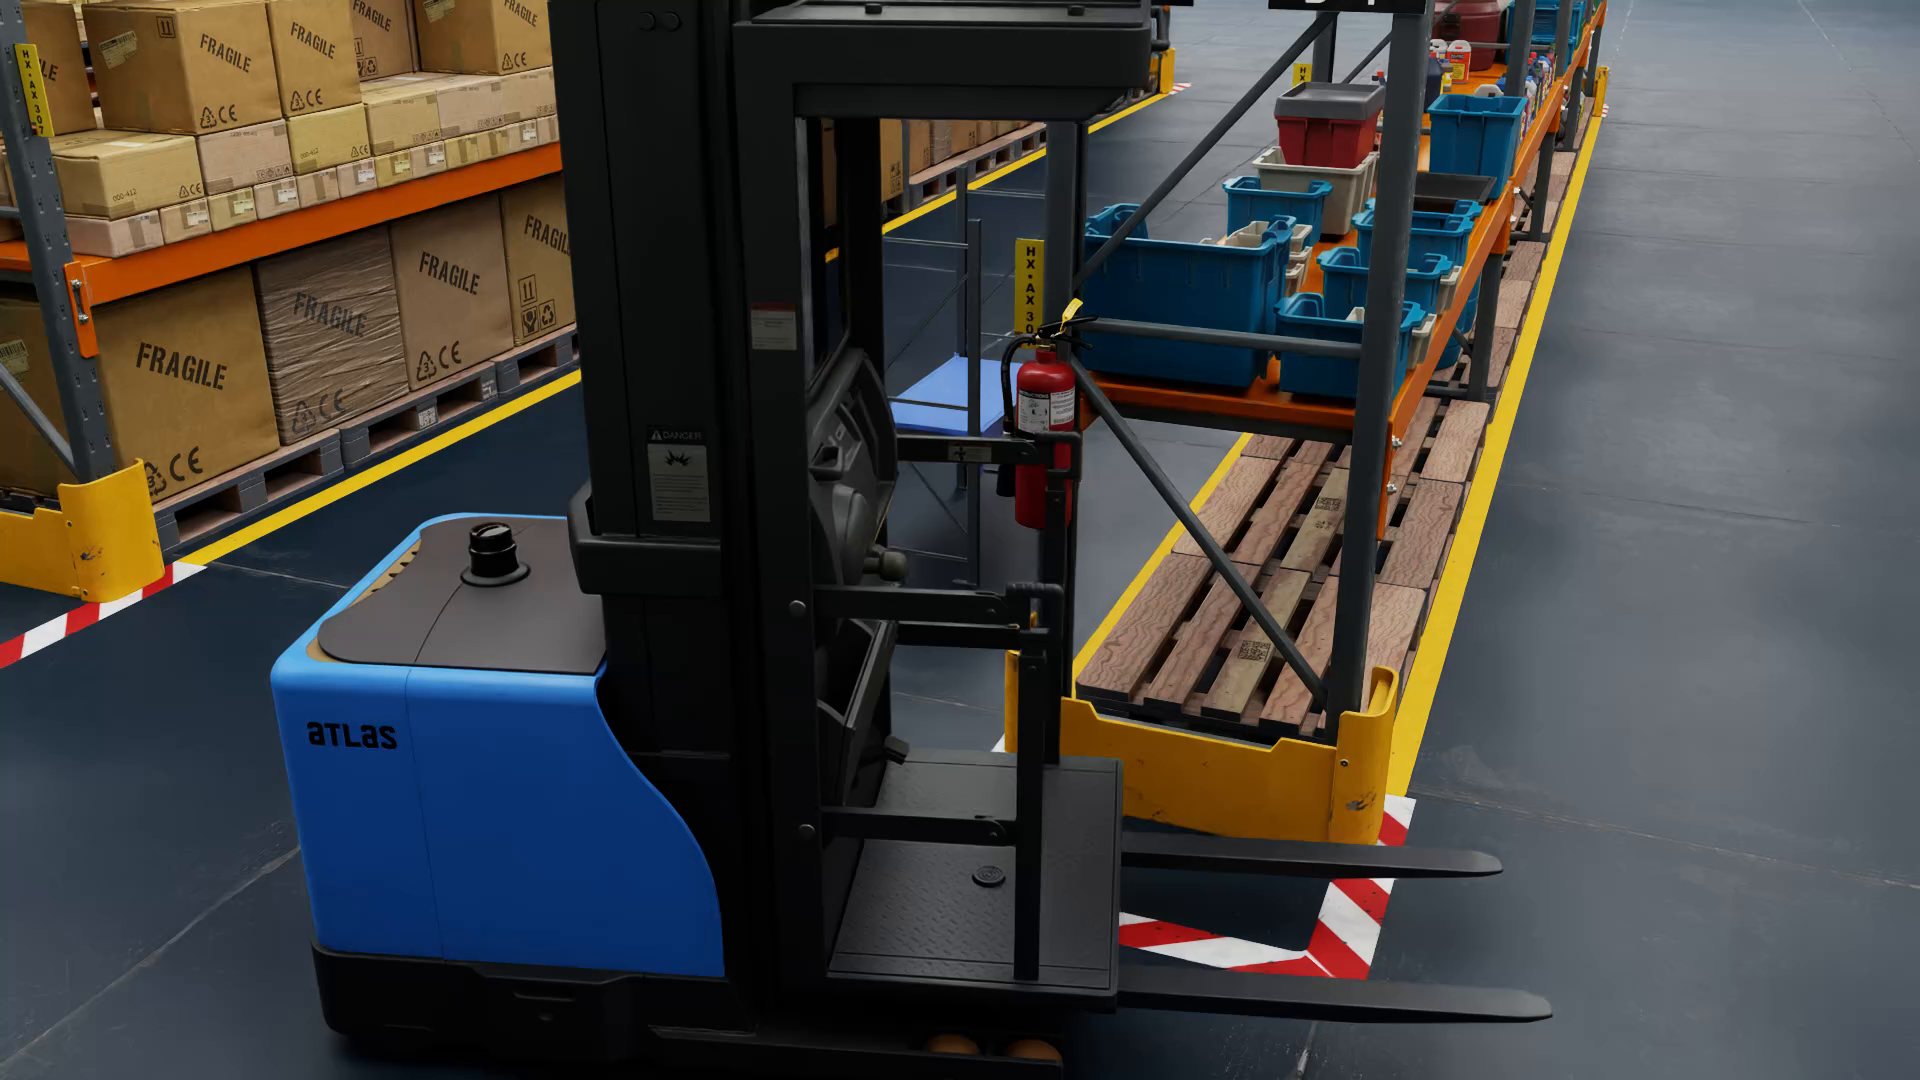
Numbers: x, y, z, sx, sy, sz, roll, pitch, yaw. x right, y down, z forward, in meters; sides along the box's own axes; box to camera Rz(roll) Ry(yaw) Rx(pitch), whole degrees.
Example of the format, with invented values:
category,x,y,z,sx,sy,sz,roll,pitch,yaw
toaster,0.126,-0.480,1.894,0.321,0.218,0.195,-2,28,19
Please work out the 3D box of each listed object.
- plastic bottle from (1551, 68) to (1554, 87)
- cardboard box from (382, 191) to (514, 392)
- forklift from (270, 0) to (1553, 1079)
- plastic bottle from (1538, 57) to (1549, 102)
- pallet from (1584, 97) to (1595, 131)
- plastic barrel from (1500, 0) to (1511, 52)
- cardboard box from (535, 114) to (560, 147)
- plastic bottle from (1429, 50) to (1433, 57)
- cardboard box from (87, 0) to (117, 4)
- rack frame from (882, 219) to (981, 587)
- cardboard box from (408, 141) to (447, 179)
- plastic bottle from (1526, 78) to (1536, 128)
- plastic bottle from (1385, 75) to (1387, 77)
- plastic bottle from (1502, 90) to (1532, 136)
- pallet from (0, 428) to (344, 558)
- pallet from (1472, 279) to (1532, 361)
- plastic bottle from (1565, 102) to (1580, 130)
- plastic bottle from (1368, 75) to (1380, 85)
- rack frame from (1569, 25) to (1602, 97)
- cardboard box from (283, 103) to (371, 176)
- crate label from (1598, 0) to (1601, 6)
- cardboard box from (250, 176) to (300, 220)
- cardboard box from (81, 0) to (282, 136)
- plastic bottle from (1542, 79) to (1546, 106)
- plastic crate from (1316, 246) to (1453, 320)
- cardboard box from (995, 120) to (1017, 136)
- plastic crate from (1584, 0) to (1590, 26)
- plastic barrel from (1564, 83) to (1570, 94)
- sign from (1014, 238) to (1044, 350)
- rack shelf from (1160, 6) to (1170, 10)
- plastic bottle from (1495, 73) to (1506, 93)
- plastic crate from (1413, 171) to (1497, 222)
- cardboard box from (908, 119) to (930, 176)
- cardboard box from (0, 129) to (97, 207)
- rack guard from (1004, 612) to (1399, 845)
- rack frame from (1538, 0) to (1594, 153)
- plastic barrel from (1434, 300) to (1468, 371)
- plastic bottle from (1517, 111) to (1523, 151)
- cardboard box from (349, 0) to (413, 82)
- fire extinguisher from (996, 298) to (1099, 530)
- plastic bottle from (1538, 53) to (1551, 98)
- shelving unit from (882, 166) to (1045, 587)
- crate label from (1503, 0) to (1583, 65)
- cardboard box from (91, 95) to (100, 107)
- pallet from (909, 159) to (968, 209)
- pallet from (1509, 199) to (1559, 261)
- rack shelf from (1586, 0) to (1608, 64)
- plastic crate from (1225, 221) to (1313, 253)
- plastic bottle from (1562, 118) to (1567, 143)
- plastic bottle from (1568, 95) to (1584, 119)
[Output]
category,x,y,z,sx,sy,sz,roll,pitch,yaw
plastic bottle,3.883,-3.094,11.024,0.097,0.201,0.097,0,23,0
cardboard box,-3.042,-1.375,8.861,0.875,0.875,0.875,9,24,20
forklift,-0.057,-0.202,3.932,3.031,2.935,1.130,2,23,6
plastic bottle,3.652,-2.905,10.479,0.097,0.271,0.097,0,23,0
pallet,6.377,-4.683,18.187,1.003,0.211,1.213,9,24,20
plastic barrel,4.037,-4.032,12.865,0.421,0.512,0.421,0,23,0
cardboard box,-2.388,-2.252,9.076,0.380,0.149,0.250,8,24,19
plastic bottle,3.052,-3.051,10.829,0.097,0.271,0.097,0,23,0
cardboard box,-6.288,-3.838,11.941,0.380,0.149,0.250,8,24,19
rack frame,-0.157,-0.541,6.599,0.500,1.500,0.032,9,24,20
cardboard box,-2.770,-1.885,8.198,0.380,0.149,0.250,9,24,21
plastic bottle,3.235,-2.503,9.517,0.097,0.271,0.097,0,23,0
plastic bottle,2.516,-2.572,9.676,0.152,0.276,0.135,9,24,20
plastic bottle,3.080,-2.384,9.227,0.152,0.276,0.135,9,24,20
pallet,-3.649,-0.287,7.664,1.003,0.211,1.213,9,24,20
pallet,2.988,-1.421,10.377,1.003,0.211,1.213,9,24,20
plastic bottle,5.937,-4.140,16.135,0.144,0.351,0.185,8,24,18
plastic bottle,2.248,-2.352,9.053,0.144,0.351,0.185,9,24,20
rack frame,6.668,-6.293,18.425,1.000,3.000,0.127,9,24,20
cardboard box,-3.068,-1.844,7.582,0.500,0.250,0.500,8,24,18
crate label,6.236,-5.612,16.749,0.502,0.435,0.616,9,24,20
cardboard box,-3.151,-1.518,7.318,0.380,0.149,0.250,8,24,19
cardboard box,-3.259,-2.003,6.989,0.500,0.500,0.500,8,24,19
plastic bottle,3.580,-2.803,10.326,0.097,0.201,0.097,0,23,0
plastic crate,1.367,-0.795,5.401,0.416,0.233,0.300,9,24,20
cardboard box,0.141,-4.236,16.172,0.700,0.500,0.500,9,24,20
plastic crate,5.287,-4.674,14.466,0.402,0.464,0.583,9,24,20
plastic barrel,6.308,-4.913,17.804,0.421,0.512,0.421,0,23,0
sign,0.208,-0.716,4.861,0.100,0.325,0.005,9,24,20
rack shelf,1.327,-5.955,18.548,1.077,0.370,4.000,9,24,20
plastic bottle,3.173,-2.593,9.733,0.097,0.271,0.097,0,23,0
plastic crate,2.044,-1.461,7.135,0.437,0.125,0.590,9,24,20
cardboard box,-0.672,-3.432,14.247,0.700,0.500,0.500,7,24,17
cardboard box,-3.940,-1.556,6.893,0.500,0.250,0.500,8,24,19
rack guard,0.728,0.596,5.174,1.175,0.500,0.348,9,24,20
rack frame,5.182,-4.862,14.998,1.000,3.000,0.127,9,24,20
plastic barrel,2.429,-1.417,8.928,0.600,0.901,0.708,9,24,20
plastic bottle,2.872,-2.184,8.748,0.152,0.276,0.135,9,24,20
cardboard box,-3.182,-2.626,8.480,0.500,0.500,0.500,8,24,18
fire extinguisher,0.247,-0.371,4.831,0.296,0.674,0.183,9,24,20
plastic bottle,3.724,-2.974,10.646,0.097,0.271,0.097,0,23,0
shelving unit,0.032,-0.723,7.034,0.538,1.500,1.048,9,24,20
crate label,4.317,-3.764,12.323,0.502,0.435,0.616,9,24,20
cardboard box,-6.710,-3.326,13.045,0.500,0.250,0.500,10,25,23
pallet,-0.610,-3.132,14.475,1.003,0.211,1.213,9,24,20
pallet,4.020,-2.416,12.759,1.003,0.211,1.213,9,24,20
rack shelf,5.925,-5.246,16.850,1.077,0.370,4.000,9,24,20
plastic crate,1.154,-1.105,6.268,0.298,0.136,0.250,9,24,20
plastic bottle,5.708,-3.857,15.562,0.097,0.271,0.097,0,23,0
plastic bottle,6.222,-4.384,16.816,0.152,0.276,0.135,8,24,19
